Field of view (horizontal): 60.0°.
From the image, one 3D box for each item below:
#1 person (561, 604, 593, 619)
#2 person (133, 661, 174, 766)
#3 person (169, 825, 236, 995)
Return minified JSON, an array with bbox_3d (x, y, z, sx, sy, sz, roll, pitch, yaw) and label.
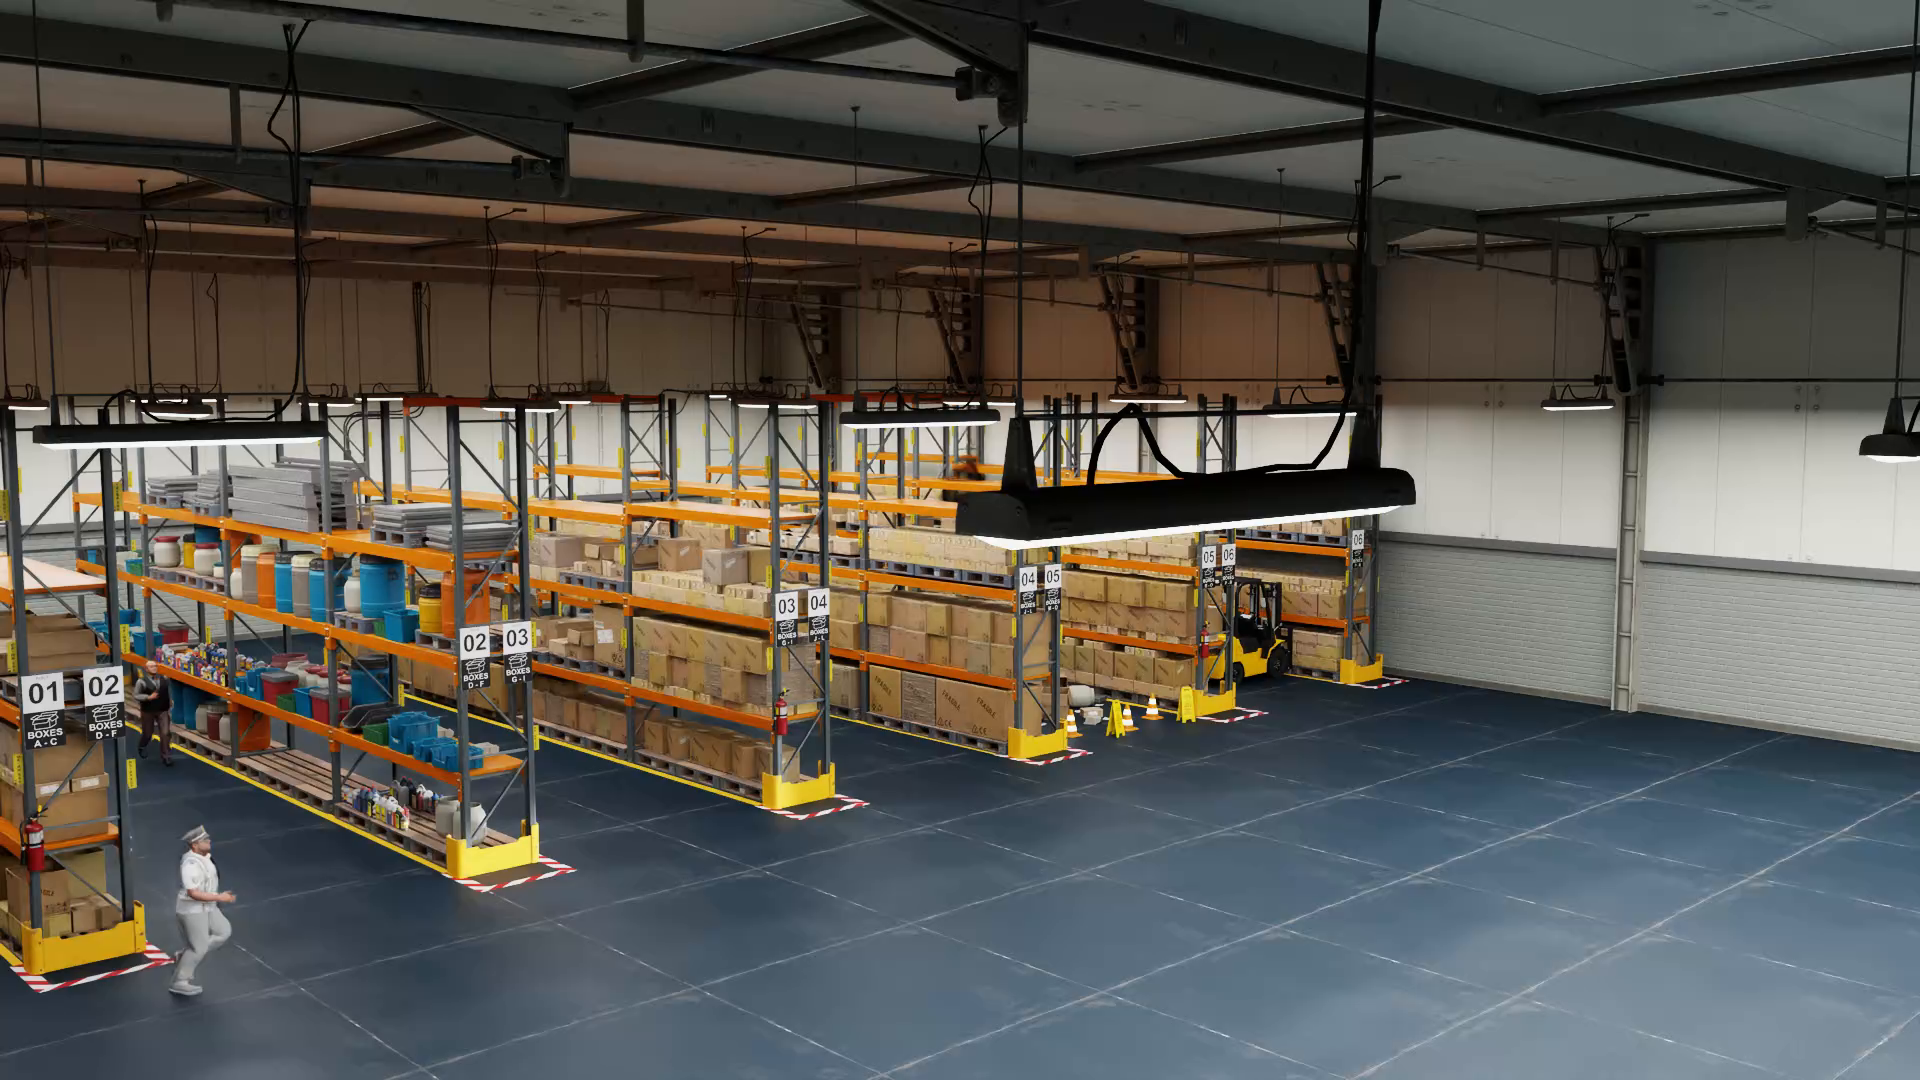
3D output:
[{"bbox_3d":[-9.644,1.542,41.467,0.902,1.654,0.592,-5,8,-44],"label":"person"},{"bbox_3d":[-13.212,2.824,27.288,0.960,1.699,0.662,5,8,44],"label":"person"},{"bbox_3d":[-7.852,3.802,17.246,0.688,1.745,0.697,-1,6,-13],"label":"person"}]
